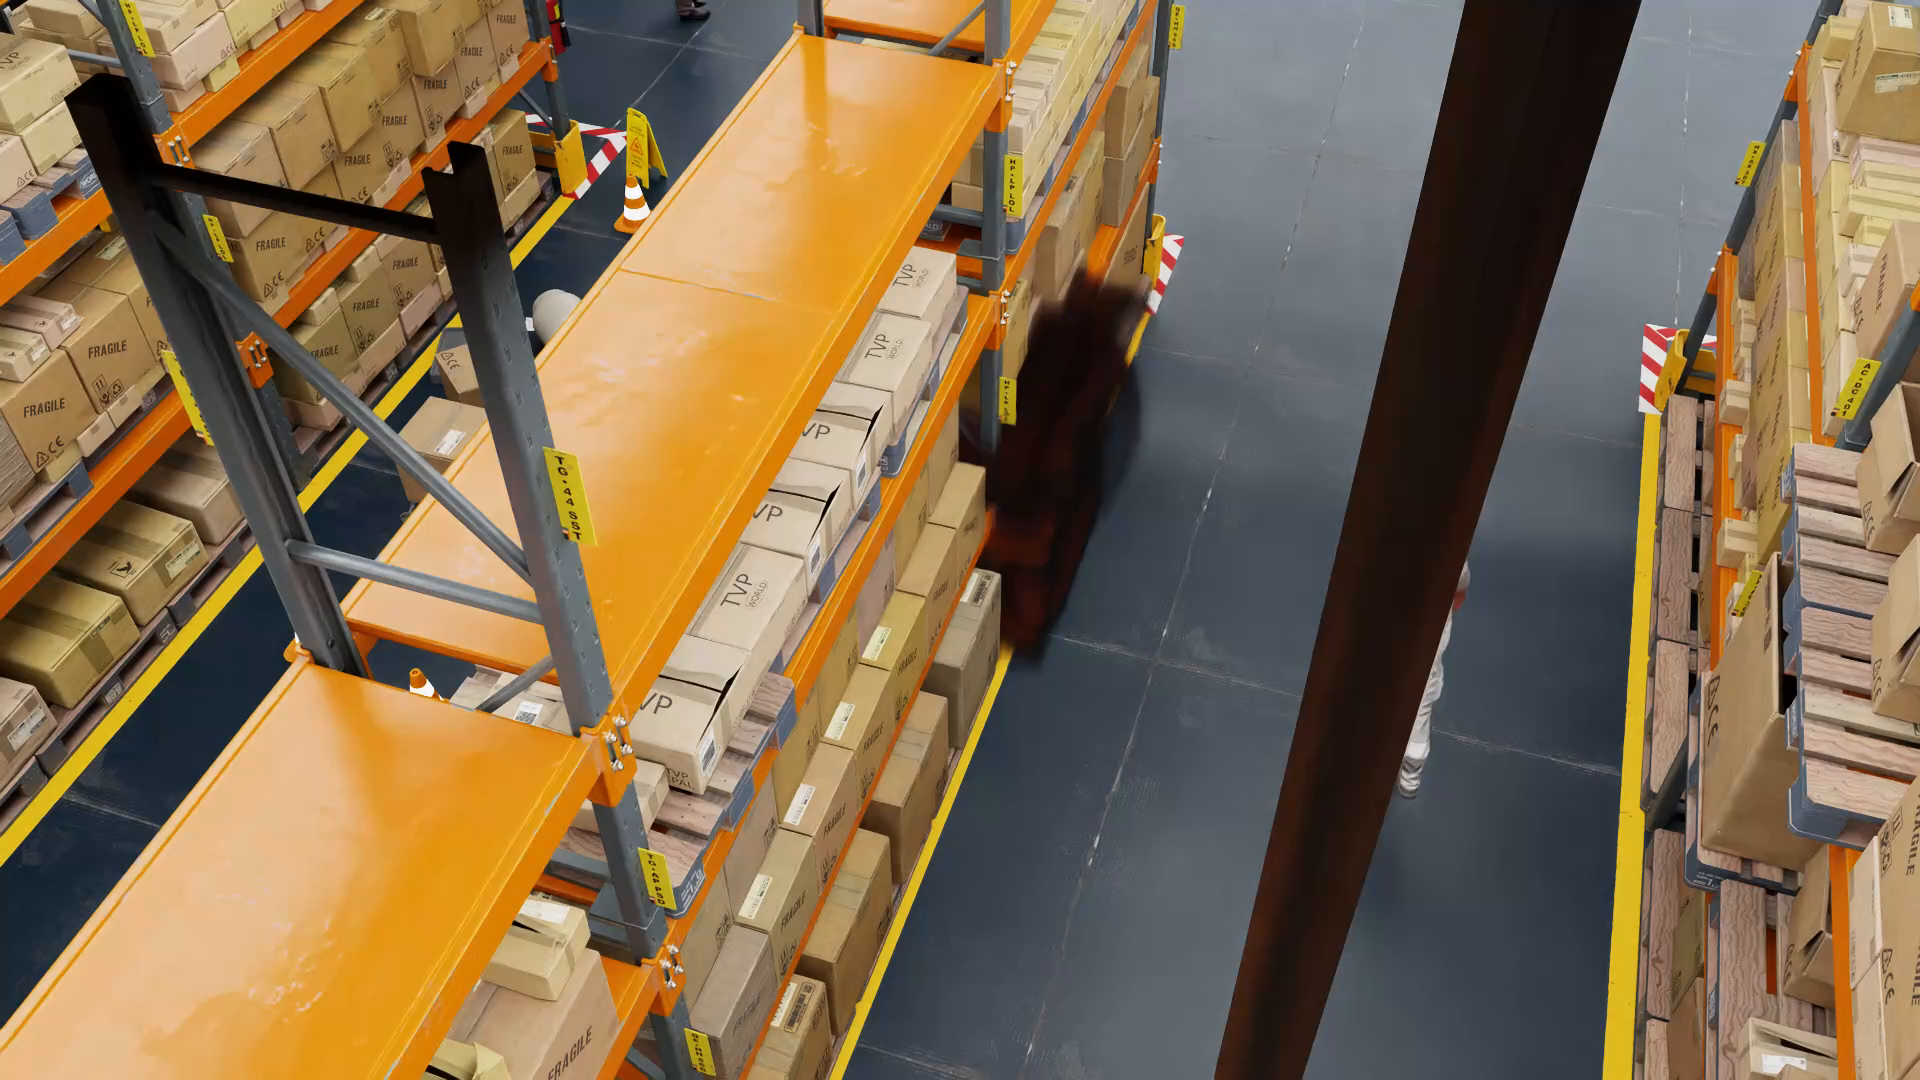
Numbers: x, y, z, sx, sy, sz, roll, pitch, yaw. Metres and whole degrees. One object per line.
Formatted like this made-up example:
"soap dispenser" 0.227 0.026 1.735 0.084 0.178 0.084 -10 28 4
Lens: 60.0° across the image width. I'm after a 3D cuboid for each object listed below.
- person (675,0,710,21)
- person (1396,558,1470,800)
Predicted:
"person" -2.603 -5.656 15.472 0.387 1.759 0.617 -9 46 -9
"person" 2.441 0.533 9.011 0.511 1.731 0.989 4 46 4
